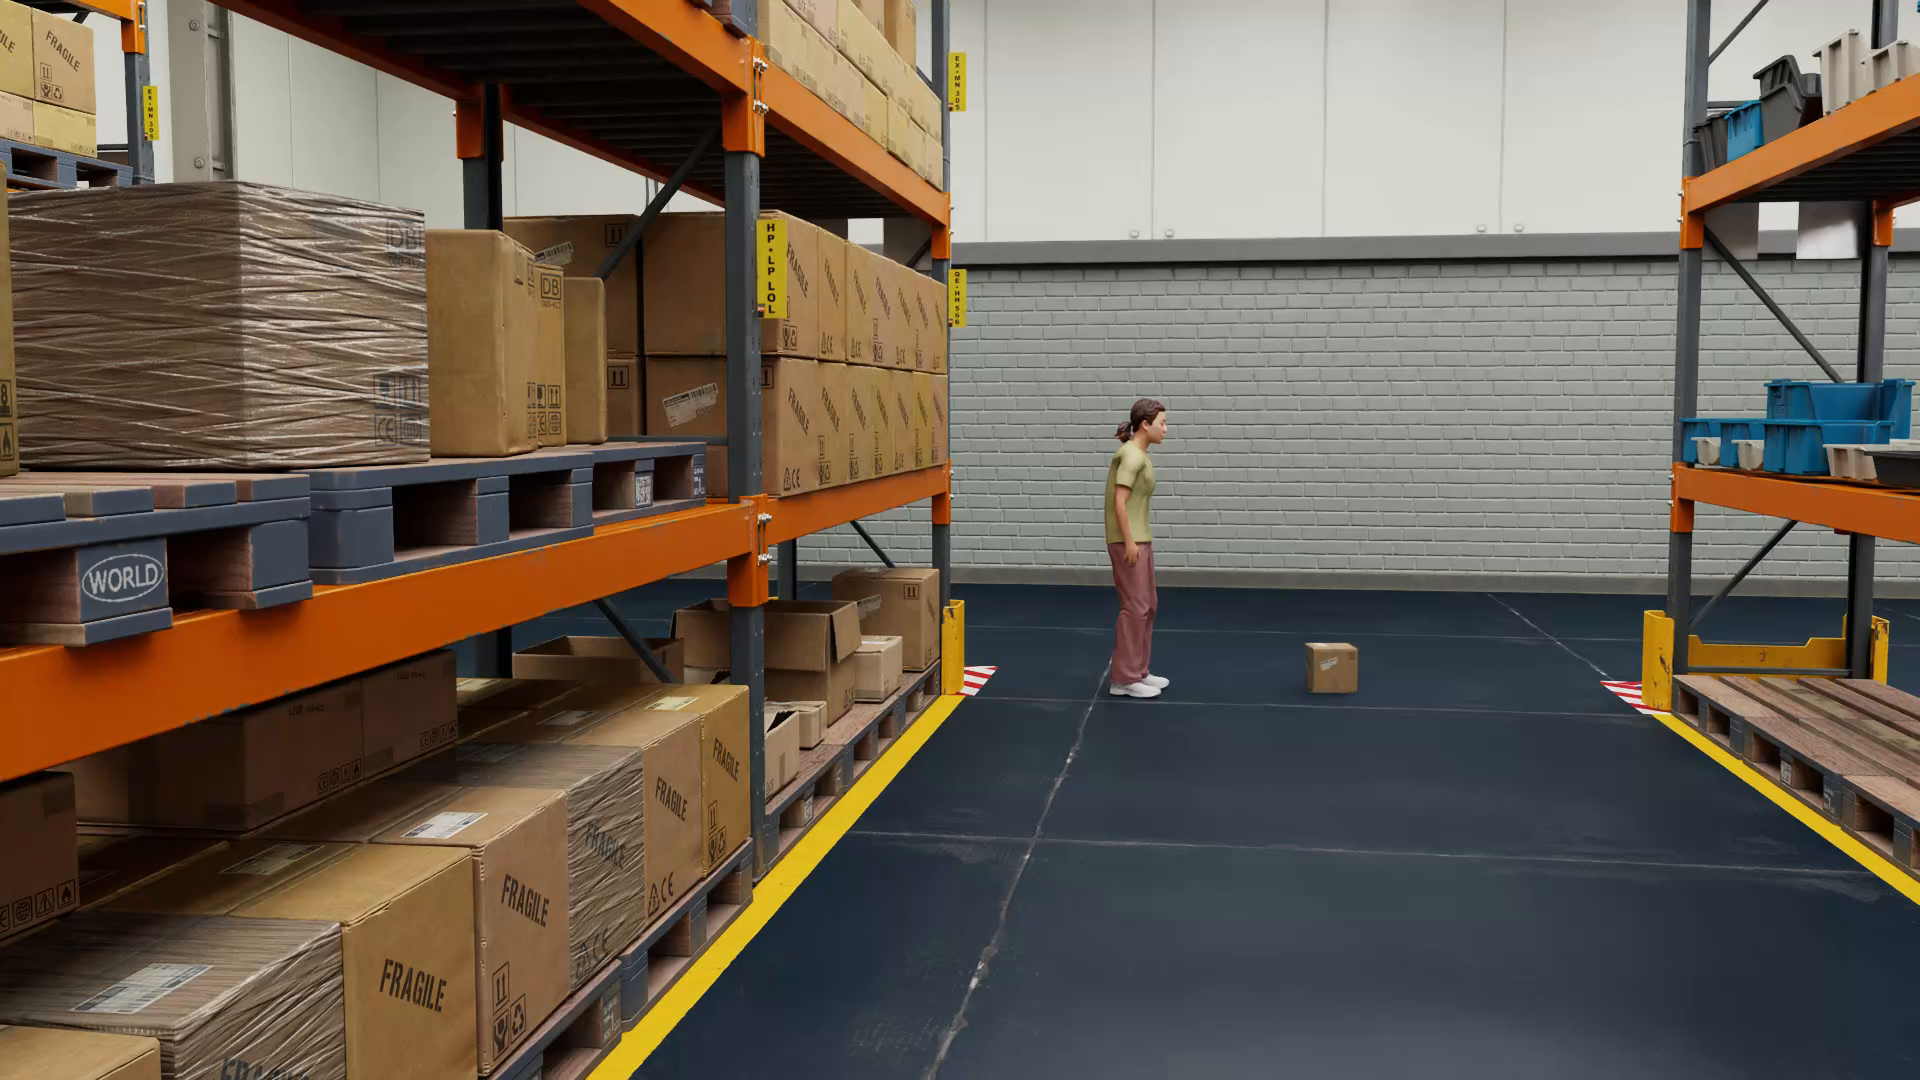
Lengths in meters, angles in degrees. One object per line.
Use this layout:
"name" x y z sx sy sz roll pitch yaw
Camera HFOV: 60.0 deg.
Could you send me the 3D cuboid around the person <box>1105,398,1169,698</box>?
"person" 1.004 0.033 9.460 0.357 1.671 0.505 1 5 14
